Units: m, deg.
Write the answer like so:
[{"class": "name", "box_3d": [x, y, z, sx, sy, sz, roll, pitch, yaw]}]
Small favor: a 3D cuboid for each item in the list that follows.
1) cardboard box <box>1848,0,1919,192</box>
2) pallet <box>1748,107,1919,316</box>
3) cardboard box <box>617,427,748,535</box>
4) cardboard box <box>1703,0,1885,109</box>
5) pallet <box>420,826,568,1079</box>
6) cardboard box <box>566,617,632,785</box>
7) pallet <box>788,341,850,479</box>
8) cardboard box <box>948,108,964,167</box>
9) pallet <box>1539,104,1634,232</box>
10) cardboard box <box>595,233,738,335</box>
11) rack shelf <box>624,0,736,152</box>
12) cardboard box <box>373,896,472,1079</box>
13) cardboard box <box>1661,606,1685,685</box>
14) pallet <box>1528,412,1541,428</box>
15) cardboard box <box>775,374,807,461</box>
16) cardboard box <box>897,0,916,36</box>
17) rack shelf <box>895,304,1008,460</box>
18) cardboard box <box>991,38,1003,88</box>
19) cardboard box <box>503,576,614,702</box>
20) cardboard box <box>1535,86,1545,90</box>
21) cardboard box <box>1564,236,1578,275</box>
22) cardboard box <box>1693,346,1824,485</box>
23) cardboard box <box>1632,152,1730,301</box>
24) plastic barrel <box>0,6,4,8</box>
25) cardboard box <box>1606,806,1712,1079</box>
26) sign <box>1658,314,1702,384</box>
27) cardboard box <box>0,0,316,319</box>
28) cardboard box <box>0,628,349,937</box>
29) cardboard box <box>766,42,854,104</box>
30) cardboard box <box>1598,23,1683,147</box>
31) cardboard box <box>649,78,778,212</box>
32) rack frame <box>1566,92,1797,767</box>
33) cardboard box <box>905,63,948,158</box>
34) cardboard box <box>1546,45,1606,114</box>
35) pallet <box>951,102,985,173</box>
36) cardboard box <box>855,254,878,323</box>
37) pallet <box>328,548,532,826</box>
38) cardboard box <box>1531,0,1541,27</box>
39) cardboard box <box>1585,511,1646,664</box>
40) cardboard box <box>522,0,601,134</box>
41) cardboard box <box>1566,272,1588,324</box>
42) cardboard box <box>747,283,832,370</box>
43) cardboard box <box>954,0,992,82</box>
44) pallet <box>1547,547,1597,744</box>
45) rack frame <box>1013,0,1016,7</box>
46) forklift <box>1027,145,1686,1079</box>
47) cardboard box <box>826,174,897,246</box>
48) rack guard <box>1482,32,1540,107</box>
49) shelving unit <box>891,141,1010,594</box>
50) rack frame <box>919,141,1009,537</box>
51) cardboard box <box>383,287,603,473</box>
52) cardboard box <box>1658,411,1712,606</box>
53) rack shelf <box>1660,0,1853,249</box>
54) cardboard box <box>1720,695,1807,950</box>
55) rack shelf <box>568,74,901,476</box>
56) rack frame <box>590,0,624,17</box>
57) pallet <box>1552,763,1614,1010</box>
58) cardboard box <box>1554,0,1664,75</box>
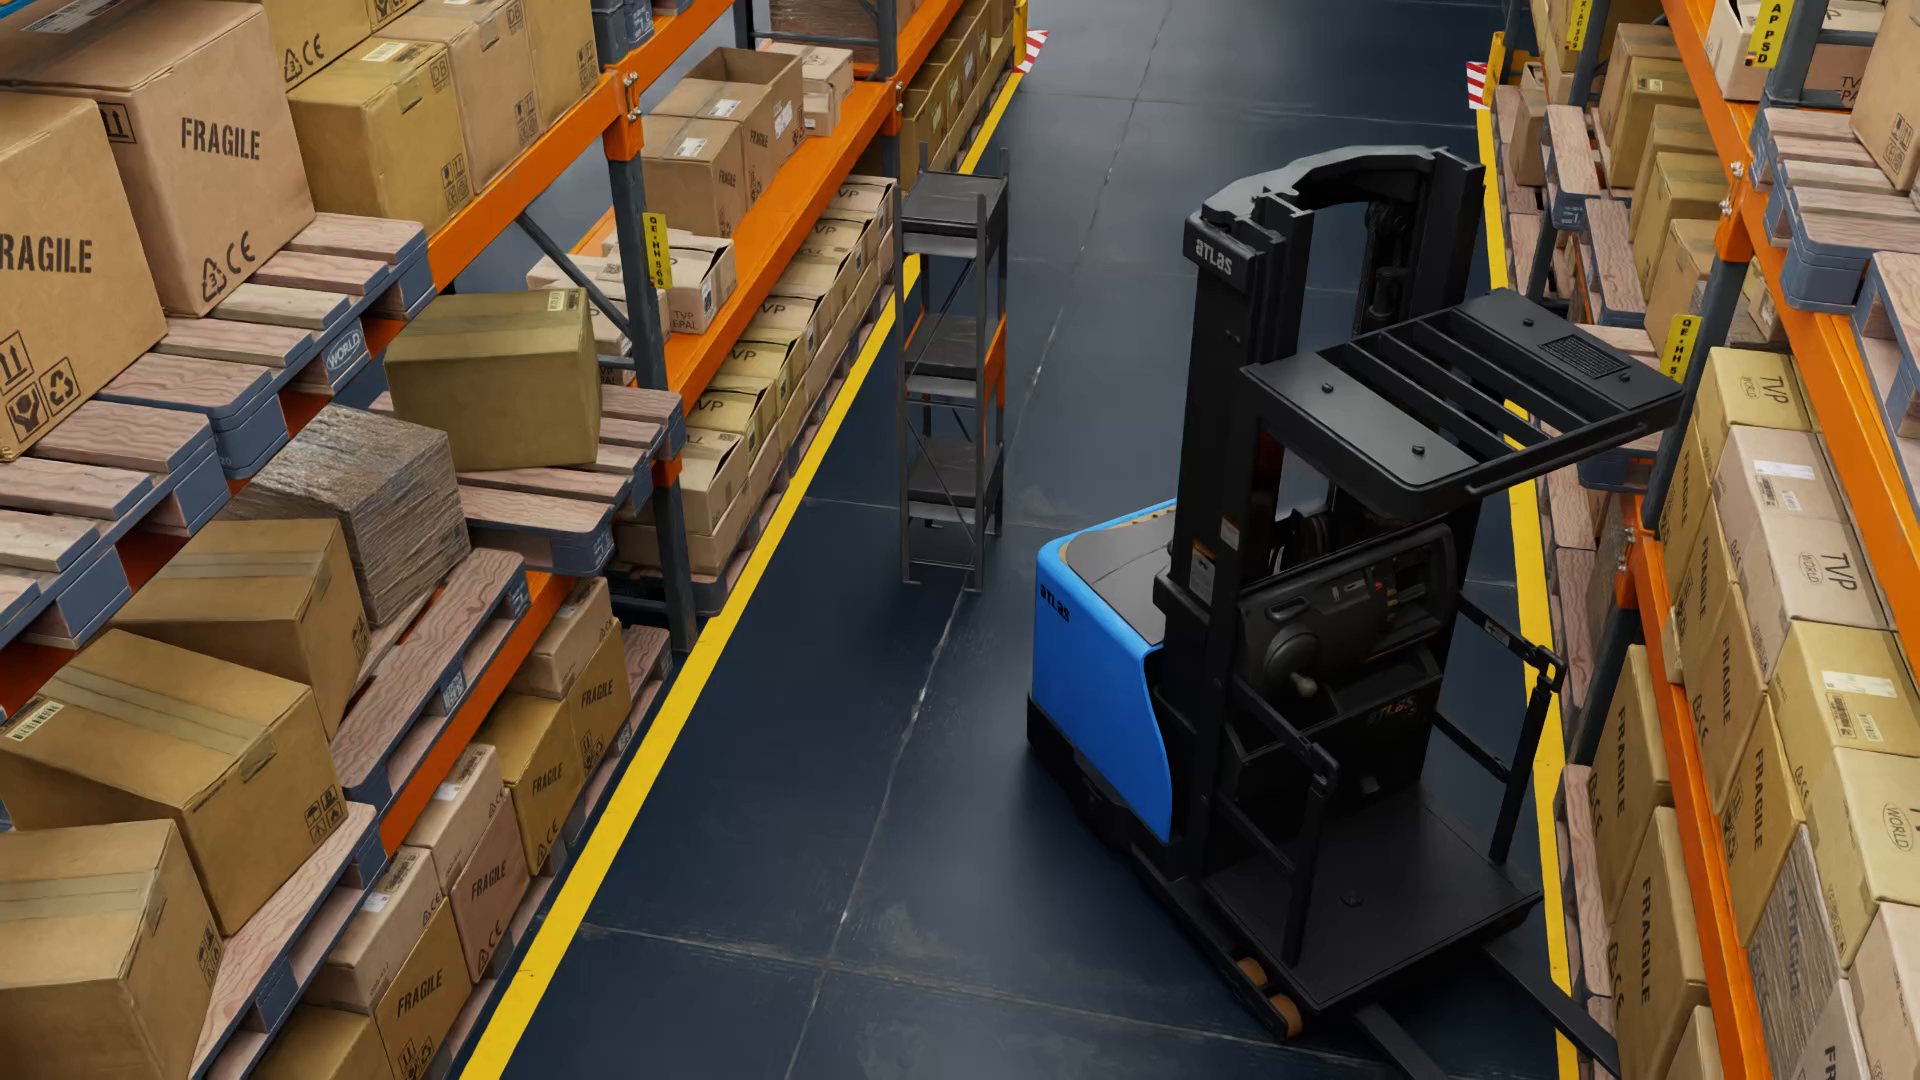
[{"class": "cardboard box", "box_3d": [3.055, -1.312, 4.758, 0.700, 0.500, 0.500, 5, 36, 6]}, {"class": "pallet", "box_3d": [3.015, -0.921, 4.839, 1.213, 0.211, 1.003, 9, 37, 12]}, {"class": "cardboard box", "box_3d": [-1.341, -0.324, 7.919, 0.500, 0.311, 0.500, 9, 37, 12]}, {"class": "cardboard box", "box_3d": [2.990, -1.792, 5.939, 0.500, 0.311, 0.500, 7, 37, 10]}, {"class": "pallet", "box_3d": [-2.199, 1.472, 6.309, 1.003, 0.211, 1.213, 7, 37, 10]}, {"class": "cardboard box", "box_3d": [-1.710, 0.622, 6.861, 0.500, 0.500, 0.500, 9, 37, 12]}, {"class": "pallet", "box_3d": [-1.263, -0.813, 9.461, 1.003, 0.211, 1.213, 7, 37, 10]}, {"class": "cardboard box", "box_3d": [-0.267, -2.927, 11.988, 0.500, 0.250, 0.500, 7, 37, 10]}, {"class": "pallet", "box_3d": [3.649, -1.954, 8.824, 1.003, 0.211, 1.213, 7, 37, 10]}, {"class": "cardboard box", "box_3d": [-1.360, -1.230, 7.737, 0.500, 0.311, 0.500, 7, 37, 9]}, {"class": "rack shelf", "box_3d": [-1.313, -2.847, 7.949, 1.077, 0.370, 4.000, 7, 37, 10]}, {"class": "cardboard box", "box_3d": [-2.036, 1.510, 5.635, 0.500, 0.500, 0.500, 8, 37, 11]}, {"class": "cardboard box", "box_3d": [2.602, 0.380, 5.637, 0.380, 0.149, 0.250, 8, 37, 11]}, {"class": "pallet", "box_3d": [3.790, -0.876, 9.549, 1.003, 0.211, 1.213, 7, 37, 10]}, {"class": "cardboard box", "box_3d": [-1.129, -0.684, 8.894, 0.500, 0.250, 0.500, 6, 36, 9]}, {"class": "cardboard box", "box_3d": [-0.690, -3.669, 10.942, 0.700, 0.500, 0.500, 7, 37, 9]}, {"class": "rack shelf", "box_3d": [-0.035, -0.744, 7.781, 0.431, 0.518, 0.480, 7, 37, 10]}, {"class": "cardboard box", "box_3d": [0.048, -3.788, 13.175, 0.500, 0.250, 0.500, 7, 37, 10]}, {"class": "cardboard box", "box_3d": [-1.718, 0.352, 6.595, 0.500, 0.250, 0.500, 9, 37, 12]}, {"class": "cardboard box", "box_3d": [4.452, -3.122, 12.188, 0.500, 0.311, 0.500, 10, 37, 14]}, {"class": "cardboard box", "box_3d": [4.040, -1.793, 10.478, 0.380, 0.166, 0.250, 3, 36, 4]}, {"class": "cardboard box", "box_3d": [2.745, -0.387, 5.503, 0.500, 0.250, 0.500, 8, 37, 11]}, {"class": "cardboard box", "box_3d": [3.435, -1.365, 7.387, 0.700, 0.500, 0.500, 7, 37, 10]}, {"class": "plastic barrel", "box_3d": [-6.142, -3.227, 10.301, 0.433, 0.535, 0.433, 0, 36, 0]}, {"class": "cardboard box", "box_3d": [2.622, 1.448, 5.440, 0.750, 0.750, 0.750, 7, 37, 10]}, {"class": "sign", "box_3d": [2.568, -0.658, 5.953, 0.100, 0.325, 0.005, 7, 37, 10]}, {"class": "cardboard box", "box_3d": [-2.132, -0.994, 4.252, 0.600, 0.600, 0.600, 6, 36, 8]}, {"class": "cardboard box", "box_3d": [-2.190, 0.660, 4.611, 0.700, 0.500, 0.500, 13, 38, 17]}, {"class": "cardboard box", "box_3d": [-0.948, -2.722, 9.848, 0.500, 0.250, 0.500, 10, 37, 13]}, {"class": "cardboard box", "box_3d": [3.813, -2.383, 8.792, 0.700, 0.500, 0.500, 7, 37, 10]}, {"class": "cardboard box", "box_3d": [-1.285, -2.084, 8.754, 0.500, 0.500, 0.500, 7, 37, 10]}, {"class": "rack frame", "box_3d": [3.100, -0.158, 6.183, 1.000, 3.000, 0.127, 7, 37, 10]}, {"class": "cardboard box", "box_3d": [-0.381, -2.945, 11.374, 0.500, 0.500, 0.500, 7, 37, 10]}, {"class": "cardboard box", "box_3d": [3.760, -2.709, 9.812, 0.500, 0.250, 0.500, 7, 37, 10]}, {"class": "pallet", "box_3d": [-0.416, -3.094, 12.609, 1.003, 0.211, 1.213, 7, 37, 10]}, {"class": "cardboard box", "box_3d": [-0.801, -1.563, 10.106, 0.500, 0.250, 0.500, 7, 36, 9]}, {"class": "pallet", "box_3d": [-2.151, 0.416, 5.554, 1.003, 0.211, 1.213, 7, 37, 10]}, {"class": "cardboard box", "box_3d": [4.073, -3.572, 11.003, 0.500, 0.250, 0.500, 8, 37, 10]}, {"class": "cardboard box", "box_3d": [3.203, 0.256, 7.366, 0.700, 0.500, 0.500, 8, 37, 11]}, {"class": "cardboard box", "box_3d": [-1.800, -1.778, 5.776, 0.910, 0.500, 0.500, 7, 37, 10]}, {"class": "cardboard box", "box_3d": [3.814, -1.194, 9.366, 0.700, 0.500, 0.500, 9, 37, 12]}, {"class": "cardboard box", "box_3d": [-1.017, -1.214, 9.146, 0.500, 0.311, 0.500, 7, 36, 9]}, {"class": "cardboard box", "box_3d": [-0.054, -3.804, 12.559, 0.500, 0.500, 0.500, 7, 37, 10]}, {"class": "pallet", "box_3d": [3.269, 0.523, 7.619, 1.003, 0.211, 1.213, 7, 37, 10]}, {"class": "rack frame", "box_3d": [-0.031, -5.364, 13.365, 1.000, 3.000, 0.127, 7, 37, 10]}, {"class": "forklift", "box_3d": [1.456, 0.314, 5.589, 1.130, 2.935, 3.031, -18, 40, -24]}, {"class": "cardboard box", "box_3d": [-0.692, -2.086, 10.350, 0.500, 0.311, 0.500, 7, 37, 10]}, {"class": "rack guard", "box_3d": [4.793, -3.689, 13.184, 1.175, 0.500, 0.348, 7, 37, 10]}, {"class": "shelving unit", "box_3d": [-0.035, -0.755, 7.773, 0.431, 2.100, 0.503, 7, 37, 10]}, {"class": "rack frame", "box_3d": [0.017, -0.895, 7.966, 0.400, 2.100, 0.015, 7, 37, 10]}, {"class": "cardboard box", "box_3d": [-1.764, -0.613, 6.366, 0.700, 0.500, 0.500, -4, 36, -6]}, {"class": "cardboard box", "box_3d": [2.747, -0.081, 5.720, 0.500, 0.500, 0.500, 8, 37, 11]}, {"class": "rack shelf", "box_3d": [3.528, -2.228, 7.096, 1.077, 0.370, 4.000, 7, 37, 10]}, {"class": "cardboard box", "box_3d": [2.415, 0.802, 4.502, 0.500, 0.500, 0.500, 8, 37, 11]}, {"class": "rack shelf", "box_3d": [-1.313, -1.633, 8.830, 1.077, 0.370, 4.000, 7, 37, 10]}, {"class": "rack frame", "box_3d": [-1.740, -3.206, 5.276, 1.000, 3.000, 0.127, 7, 37, 10]}, {"class": "pallet", "box_3d": [2.858, 1.413, 6.390, 1.003, 0.211, 1.213, 7, 37, 10]}, {"class": "cardboard box", "box_3d": [3.754, -3.012, 9.592, 0.500, 0.500, 0.500, 7, 37, 10]}]
